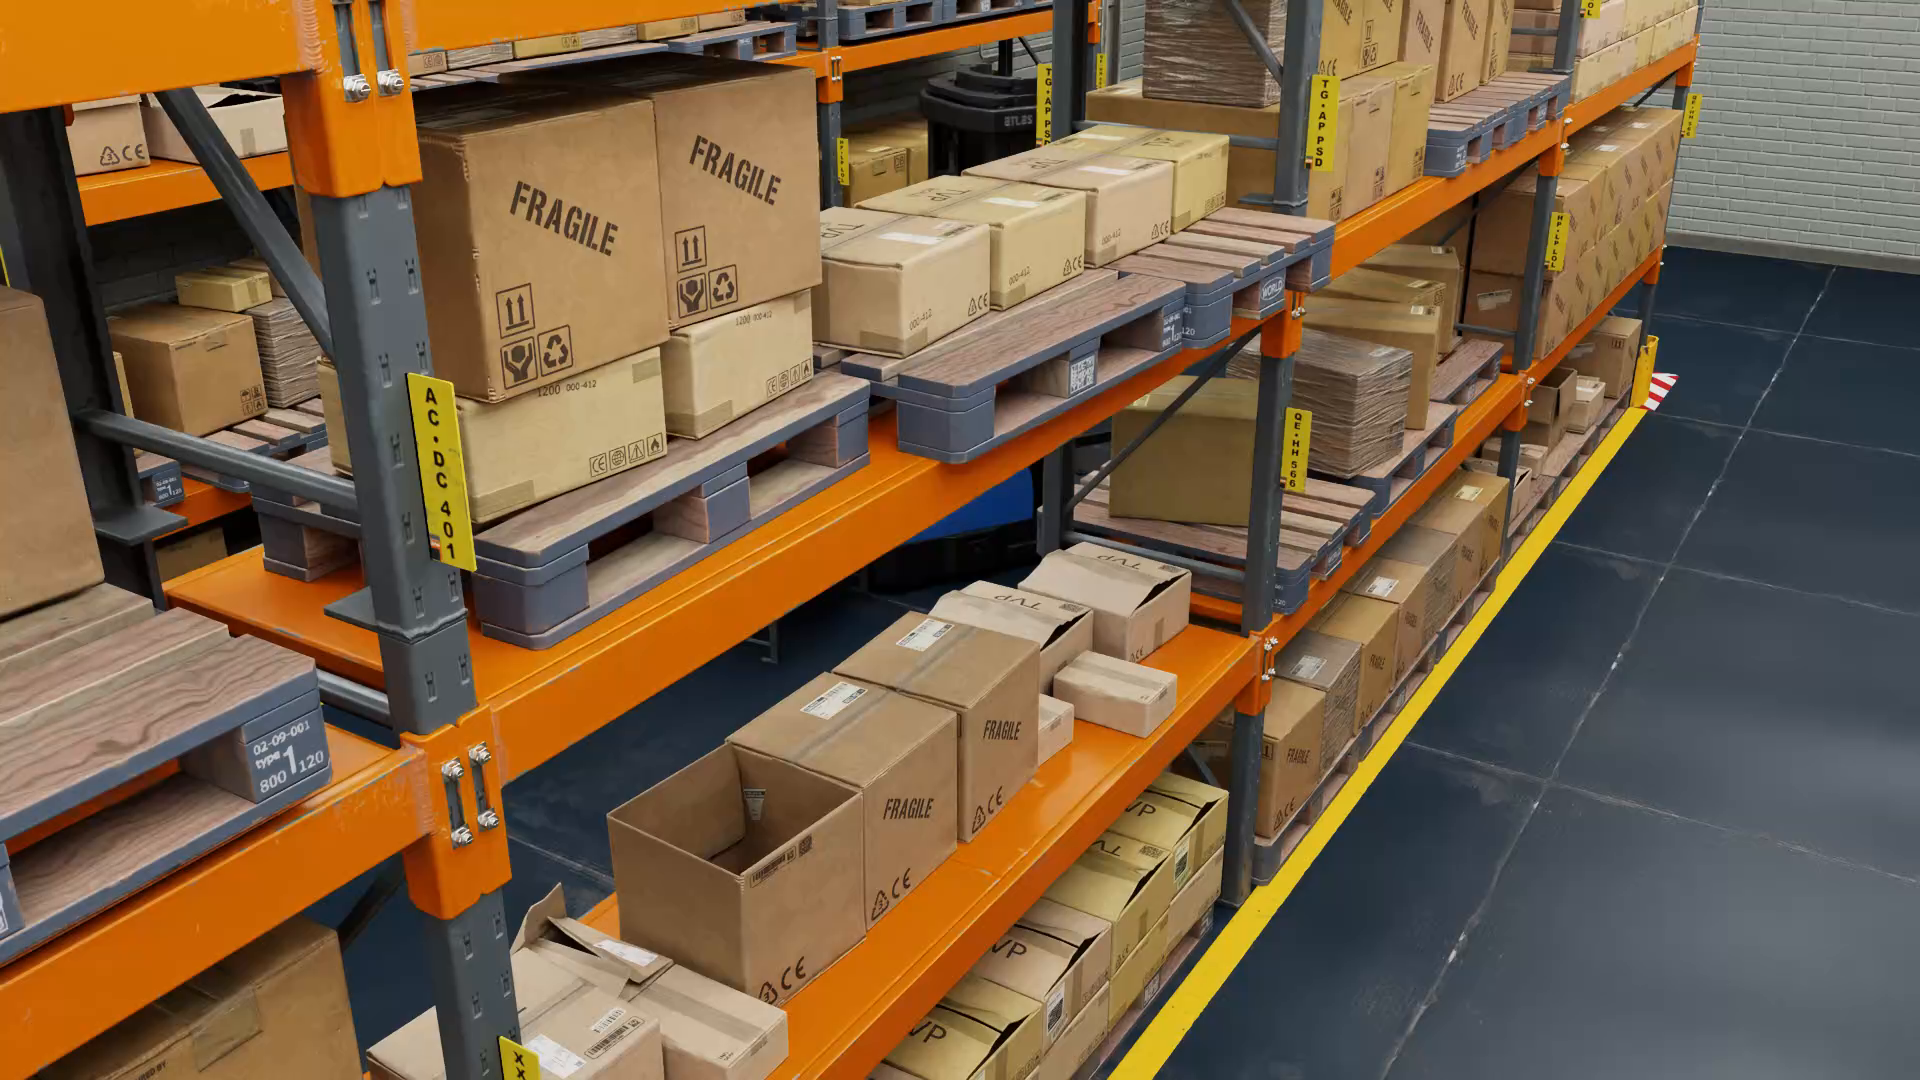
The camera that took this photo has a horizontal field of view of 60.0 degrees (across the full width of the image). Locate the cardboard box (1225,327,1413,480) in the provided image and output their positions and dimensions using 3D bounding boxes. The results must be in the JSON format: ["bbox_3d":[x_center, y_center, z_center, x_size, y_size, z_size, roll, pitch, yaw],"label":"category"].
[{"bbox_3d":[1.680,-0.666,7.859,0.700,0.500,0.500,20,31,39],"label":"cardboard box"}]

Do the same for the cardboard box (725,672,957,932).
[{"bbox_3d":[-0.350,0.779,5.050,0.500,0.500,0.500,14,27,29],"label":"cardboard box"}]

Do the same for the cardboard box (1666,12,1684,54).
[{"bbox_3d":[4.698,-3.536,11.555,0.500,0.250,0.500,14,27,29],"label":"cardboard box"}]

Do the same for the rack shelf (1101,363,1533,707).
[{"bbox_3d":[1.854,-0.268,8.499,1.077,0.370,4.000,14,27,29],"label":"rack shelf"}]

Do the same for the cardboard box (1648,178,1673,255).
[{"bbox_3d":[5.013,-2.461,12.533,0.500,0.500,0.500,15,27,31],"label":"cardboard box"}]

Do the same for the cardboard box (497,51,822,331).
[{"bbox_3d":[-0.672,-0.814,3.796,0.500,0.500,0.500,17,29,34],"label":"cardboard box"}]

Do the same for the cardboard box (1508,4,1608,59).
[{"bbox_3d":[3.376,-2.922,9.508,0.500,0.250,0.500,14,27,29],"label":"cardboard box"}]

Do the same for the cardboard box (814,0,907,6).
[{"bbox_3d":[-0.713,-4.034,12.052,0.500,0.250,0.500,14,27,29],"label":"cardboard box"}]

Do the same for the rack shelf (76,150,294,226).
[{"bbox_3d":[-4.467,-1.331,7.179,1.077,0.370,4.000,14,27,29],"label":"rack shelf"}]

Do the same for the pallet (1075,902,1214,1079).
[{"bbox_3d":[0.331,1.626,6.727,1.003,0.211,1.213,14,27,29],"label":"pallet"}]

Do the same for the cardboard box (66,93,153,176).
[{"bbox_3d":[-4.174,-1.975,7.605,0.797,0.503,0.637,18,29,36],"label":"cardboard box"}]

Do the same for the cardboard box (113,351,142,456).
[{"bbox_3d":[-4.290,-0.622,7.731,0.700,0.500,0.500,14,27,29],"label":"cardboard box"}]

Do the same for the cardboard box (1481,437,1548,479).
[{"bbox_3d":[3.762,-0.565,11.292,0.380,0.166,0.250,14,27,29],"label":"cardboard box"}]

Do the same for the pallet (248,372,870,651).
[{"bbox_3d":[-0.857,-0.162,3.814,0.805,0.209,1.217,13,26,27],"label":"pallet"}]

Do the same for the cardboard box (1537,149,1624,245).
[{"bbox_3d":[3.939,-2.225,10.731,0.500,0.500,0.500,13,27,27],"label":"cardboard box"}]

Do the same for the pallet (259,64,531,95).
[{"bbox_3d":[-3.117,-2.478,9.161,1.213,0.211,1.003,15,28,31],"label":"pallet"}]

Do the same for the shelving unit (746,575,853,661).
[{"bbox_3d":[-1.061,-0.247,9.432,0.538,1.500,1.048,8,25,18],"label":"shelving unit"}]

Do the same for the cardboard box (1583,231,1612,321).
[{"bbox_3d":[3.942,-1.776,10.950,0.500,0.500,0.500,14,27,29],"label":"cardboard box"}]

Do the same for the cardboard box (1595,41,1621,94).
[{"bbox_3d":[3.642,-2.861,9.996,0.500,0.250,0.500,14,27,29],"label":"cardboard box"}]

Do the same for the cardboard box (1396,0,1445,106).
[{"bbox_3d":[1.879,-2.329,7.798,0.600,0.600,0.600,13,26,27],"label":"cardboard box"}]

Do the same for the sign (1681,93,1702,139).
[{"bbox_3d":[5.479,-3.176,12.456,0.100,0.325,0.005,14,27,29],"label":"sign"}]

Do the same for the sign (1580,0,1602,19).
[{"bbox_3d":[3.382,-2.953,8.872,0.100,0.325,0.005,14,27,29],"label":"sign"}]

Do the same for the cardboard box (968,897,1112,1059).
[{"bbox_3d":[0.194,1.464,5.820,0.500,0.311,0.500,14,27,29],"label":"cardboard box"}]

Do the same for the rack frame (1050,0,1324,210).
[{"bbox_3d":[0.799,-2.676,5.605,1.000,3.000,0.127,14,27,29],"label":"rack frame"}]

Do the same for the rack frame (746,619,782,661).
[{"bbox_3d":[-1.230,-0.056,8.992,0.500,1.500,0.032,8,25,18],"label":"rack frame"}]

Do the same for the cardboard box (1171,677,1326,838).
[{"bbox_3d":[1.281,0.928,7.422,0.500,0.500,0.500,15,28,31],"label":"cardboard box"}]

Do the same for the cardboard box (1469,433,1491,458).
[{"bbox_3d":[3.364,-0.746,11.528,0.500,0.311,0.500,14,27,29],"label":"cardboard box"}]

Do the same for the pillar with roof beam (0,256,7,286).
[{"bbox_3d":[-1.175,-2.553,5.321,9.100,9.000,0.400,14,27,29],"label":"pillar with roof beam"}]

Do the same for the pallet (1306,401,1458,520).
[{"bbox_3d":[1.820,-0.492,8.353,1.003,0.211,1.213,14,27,29],"label":"pallet"}]

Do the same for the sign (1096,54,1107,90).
[{"bbox_3d":[1.262,-4.182,14.878,0.100,0.325,0.005,14,27,29],"label":"sign"}]

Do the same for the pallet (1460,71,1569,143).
[{"bbox_3d":[2.505,-2.358,8.882,1.213,0.211,1.003,14,27,29],"label":"pallet"}]

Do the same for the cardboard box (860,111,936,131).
[{"bbox_3d":[-0.237,-3.120,13.804,0.980,0.700,0.700,12,26,26],"label":"cardboard box"}]

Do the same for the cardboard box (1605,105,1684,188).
[{"bbox_3d":[5.017,-2.920,12.335,0.500,0.500,0.500,14,27,29],"label":"cardboard box"}]

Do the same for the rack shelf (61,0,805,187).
[{"bbox_3d":[-0.256,-1.487,4.268,1.077,0.370,4.000,14,27,29],"label":"rack shelf"}]

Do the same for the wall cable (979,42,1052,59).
[{"bbox_3d":[0.680,-4.757,16.683,0.084,1.984,1.851,14,27,29],"label":"wall cable"}]

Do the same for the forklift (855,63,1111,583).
[{"bbox_3d":[0.654,-1.427,10.357,3.031,2.935,1.130,-8,25,-18],"label":"forklift"}]

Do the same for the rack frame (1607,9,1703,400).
[{"bbox_3d":[5.018,-2.623,13.034,1.000,3.000,0.127,14,27,29],"label":"rack frame"}]

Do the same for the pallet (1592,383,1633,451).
[{"bbox_3d":[4.559,-1.048,12.906,1.003,0.211,1.213,14,27,29],"label":"pallet"}]

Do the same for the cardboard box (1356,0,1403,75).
[{"bbox_3d":[1.572,-2.294,7.114,0.500,0.500,0.500,14,27,29],"label":"cardboard box"}]

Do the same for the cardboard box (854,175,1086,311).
[{"bbox_3d":[0.035,-0.887,4.908,0.500,0.250,0.500,13,27,28],"label":"cardboard box"}]

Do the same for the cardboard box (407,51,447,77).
[{"bbox_3d":[-3.210,-2.757,8.887,0.700,0.500,0.500,12,26,25],"label":"cardboard box"}]

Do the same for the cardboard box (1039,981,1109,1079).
[{"bbox_3d":[0.192,1.719,5.937,0.500,0.250,0.500,15,27,30],"label":"cardboard box"}]

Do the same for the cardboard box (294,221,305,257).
[{"bbox_3d":[-3.393,-1.703,9.439,0.500,0.250,0.500,15,27,30],"label":"cardboard box"}]

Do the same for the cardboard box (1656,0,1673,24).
[{"bbox_3d":[4.434,-3.597,11.066,0.500,0.250,0.500,14,27,29],"label":"cardboard box"}]

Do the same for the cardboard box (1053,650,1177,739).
[{"bbox_3d":[0.559,0.554,6.011,0.380,0.149,0.250,14,27,29],"label":"cardboard box"}]

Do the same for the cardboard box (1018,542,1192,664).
[{"bbox_3d":[0.570,0.232,6.552,0.500,0.311,0.500,16,28,32],"label":"cardboard box"}]

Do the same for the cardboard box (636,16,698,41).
[{"bbox_3d":[-2.098,-3.459,10.509,0.700,0.500,0.500,13,27,28],"label":"cardboard box"}]

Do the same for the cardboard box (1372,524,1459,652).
[{"bbox_3d":[2.359,0.233,9.029,0.500,0.500,0.500,14,27,30],"label":"cardboard box"}]

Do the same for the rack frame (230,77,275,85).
[{"bbox_3d":[-3.412,-3.713,8.000,1.000,3.000,0.127,14,27,29],"label":"rack frame"}]
